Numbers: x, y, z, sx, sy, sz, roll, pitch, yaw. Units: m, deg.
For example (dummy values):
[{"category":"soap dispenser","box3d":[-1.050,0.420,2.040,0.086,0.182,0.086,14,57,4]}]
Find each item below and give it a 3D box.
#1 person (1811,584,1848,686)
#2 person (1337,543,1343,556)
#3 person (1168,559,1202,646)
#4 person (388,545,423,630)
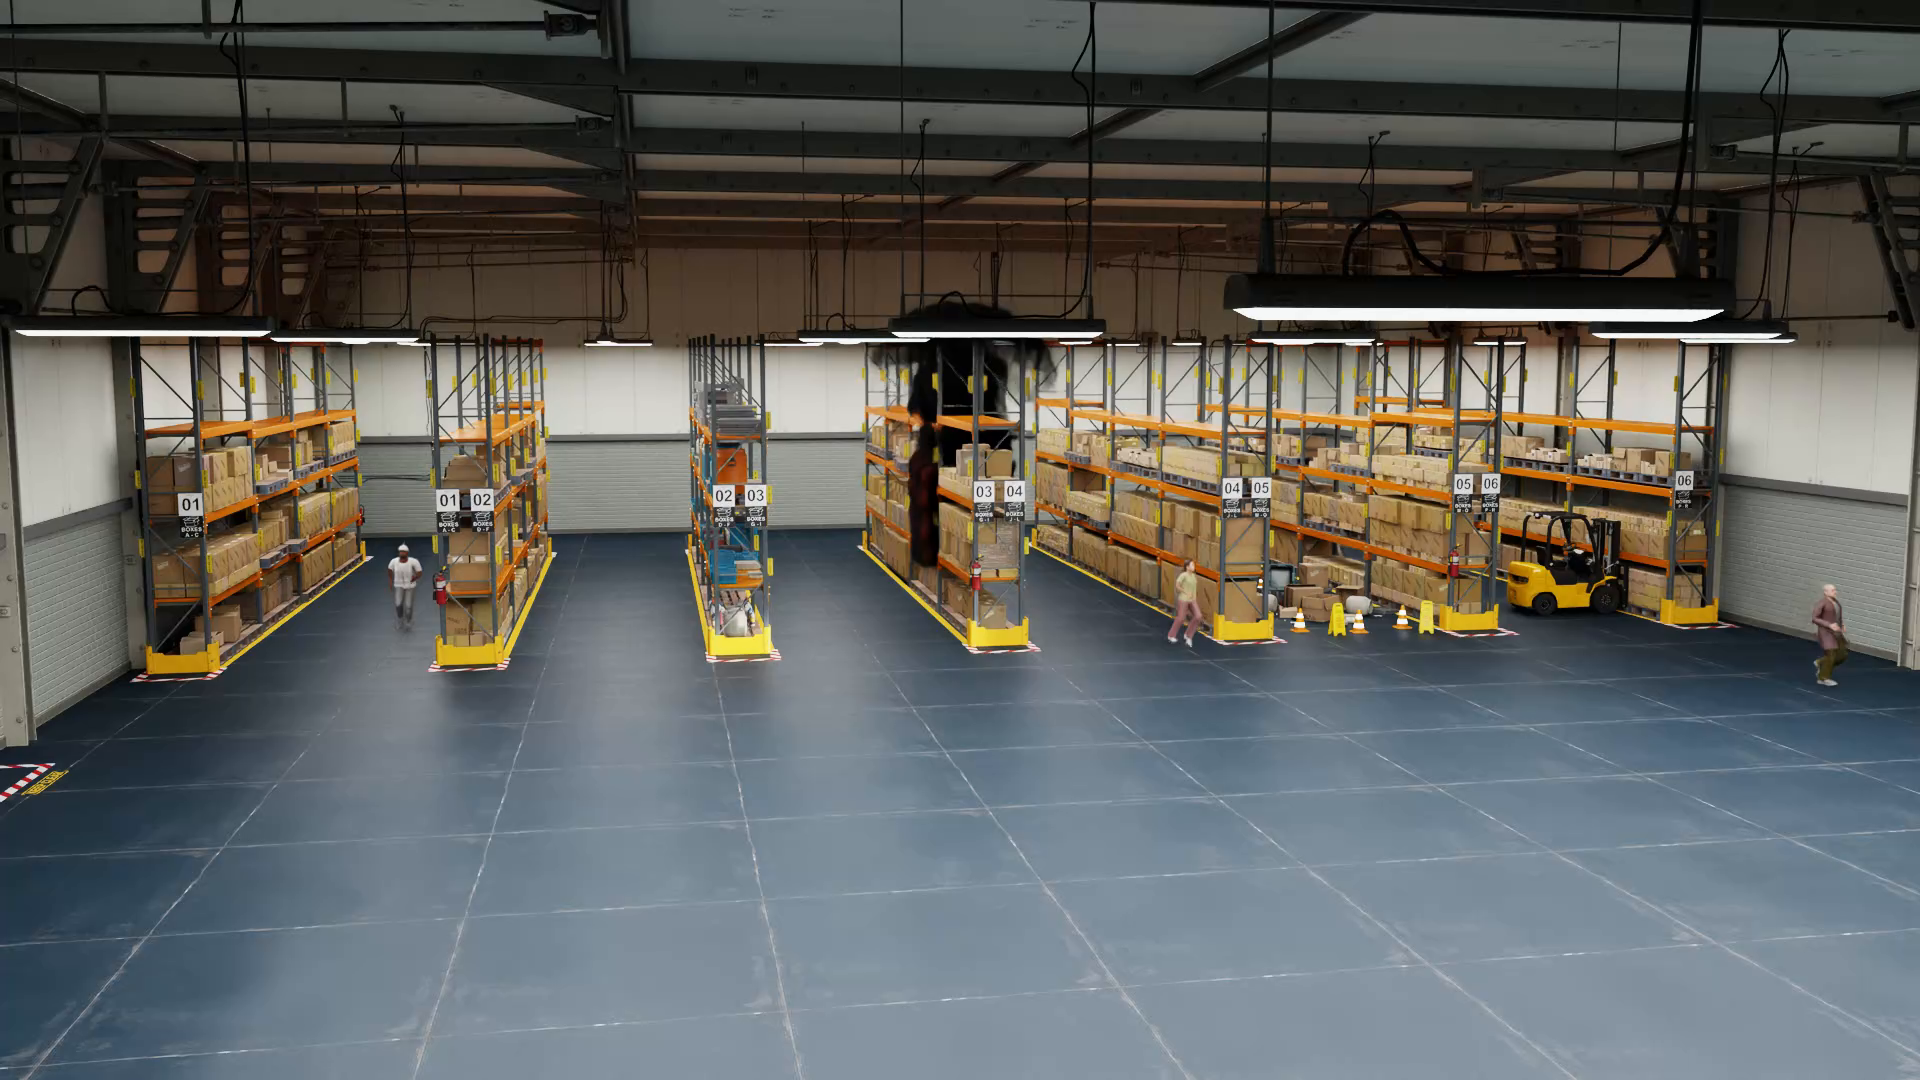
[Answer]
[{"category":"person","box3d":[14.837,1.617,28.354,0.705,1.727,0.659,-3,7,-26]},{"category":"person","box3d":[10.070,-0.243,44.469,0.665,1.708,0.990,-2,7,-17]},{"category":"person","box3d":[4.414,1.203,32.356,0.624,1.671,0.672,-5,8,-37]},{"category":"person","box3d":[-11.322,0.970,33.924,0.697,1.753,0.671,-1,7,-12]}]
